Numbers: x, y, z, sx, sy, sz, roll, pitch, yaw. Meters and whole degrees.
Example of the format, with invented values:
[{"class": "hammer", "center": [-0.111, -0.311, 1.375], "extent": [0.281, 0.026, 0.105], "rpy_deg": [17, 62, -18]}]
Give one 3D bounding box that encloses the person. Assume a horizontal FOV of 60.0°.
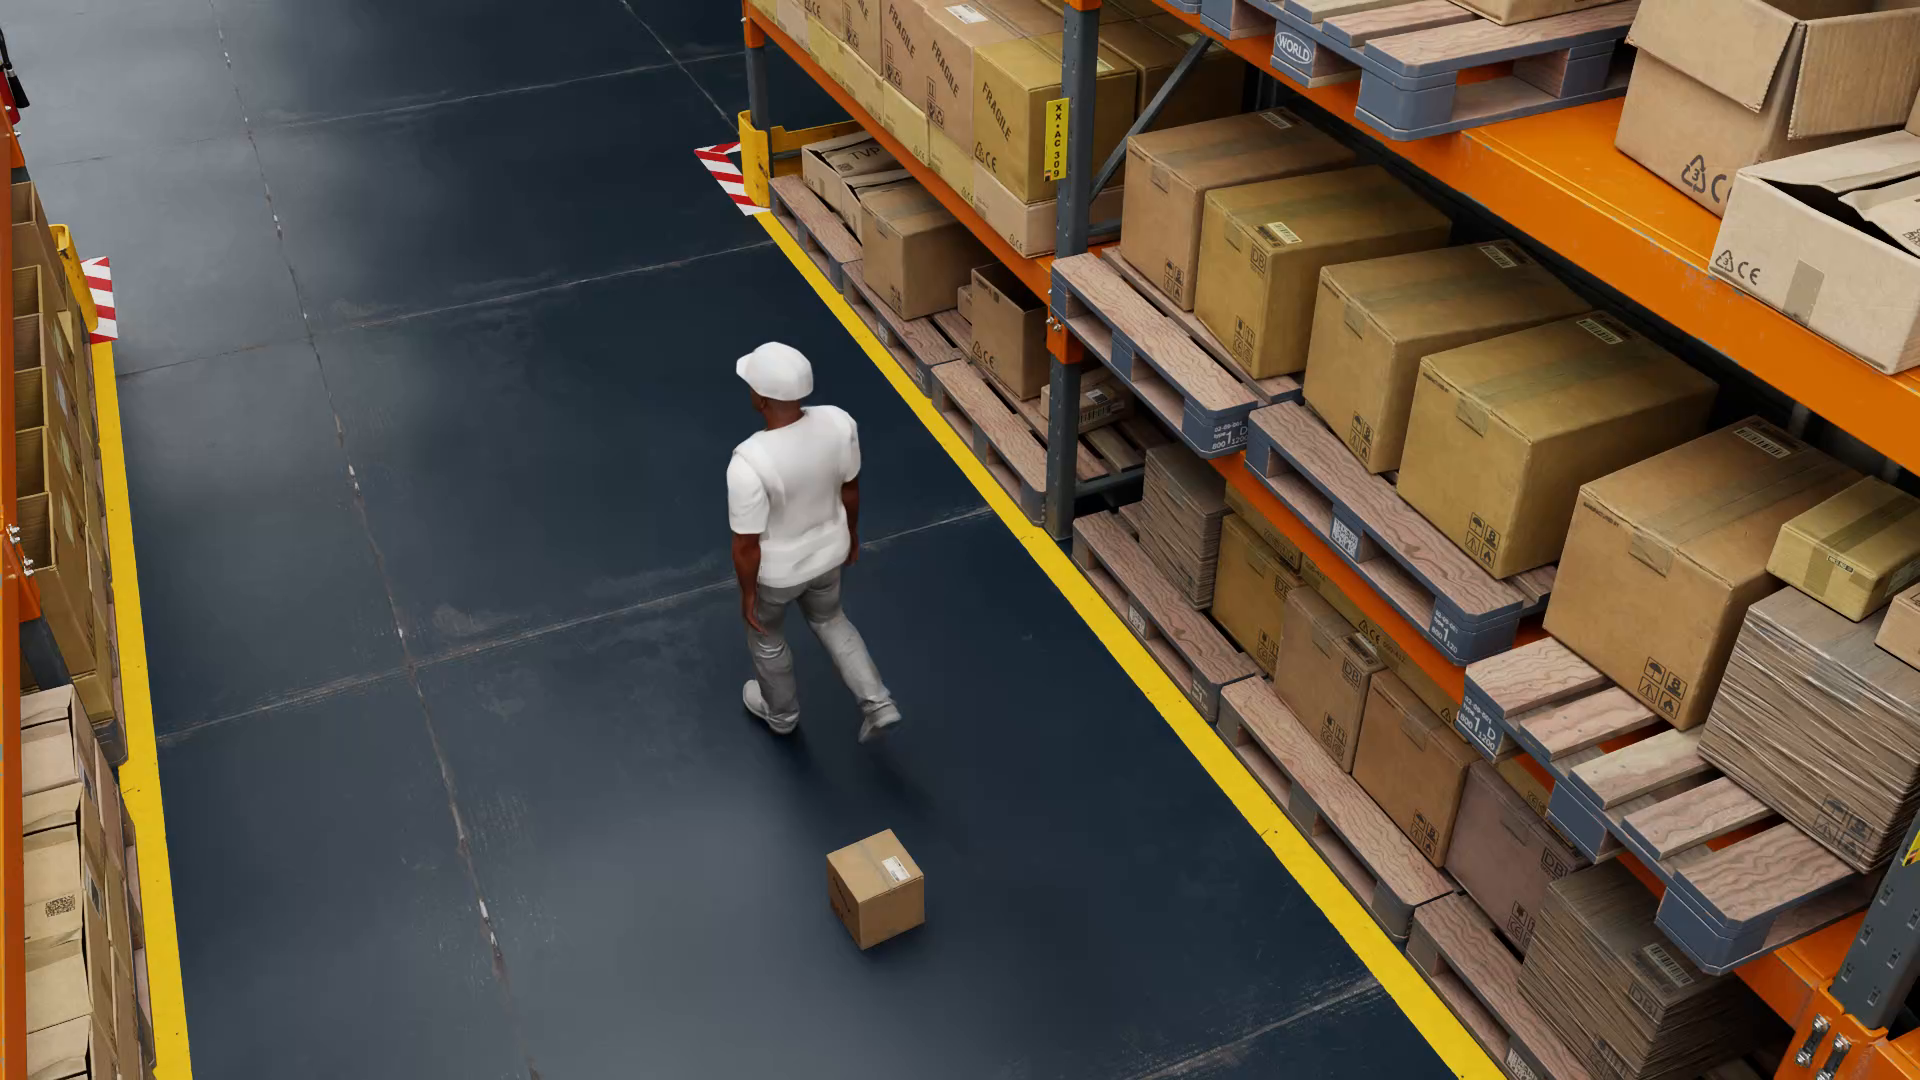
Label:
[{"class": "person", "center": [-0.566, 0.077, 6.009], "extent": [0.575, 1.750, 0.772], "rpy_deg": [-27, 45, -31]}]
